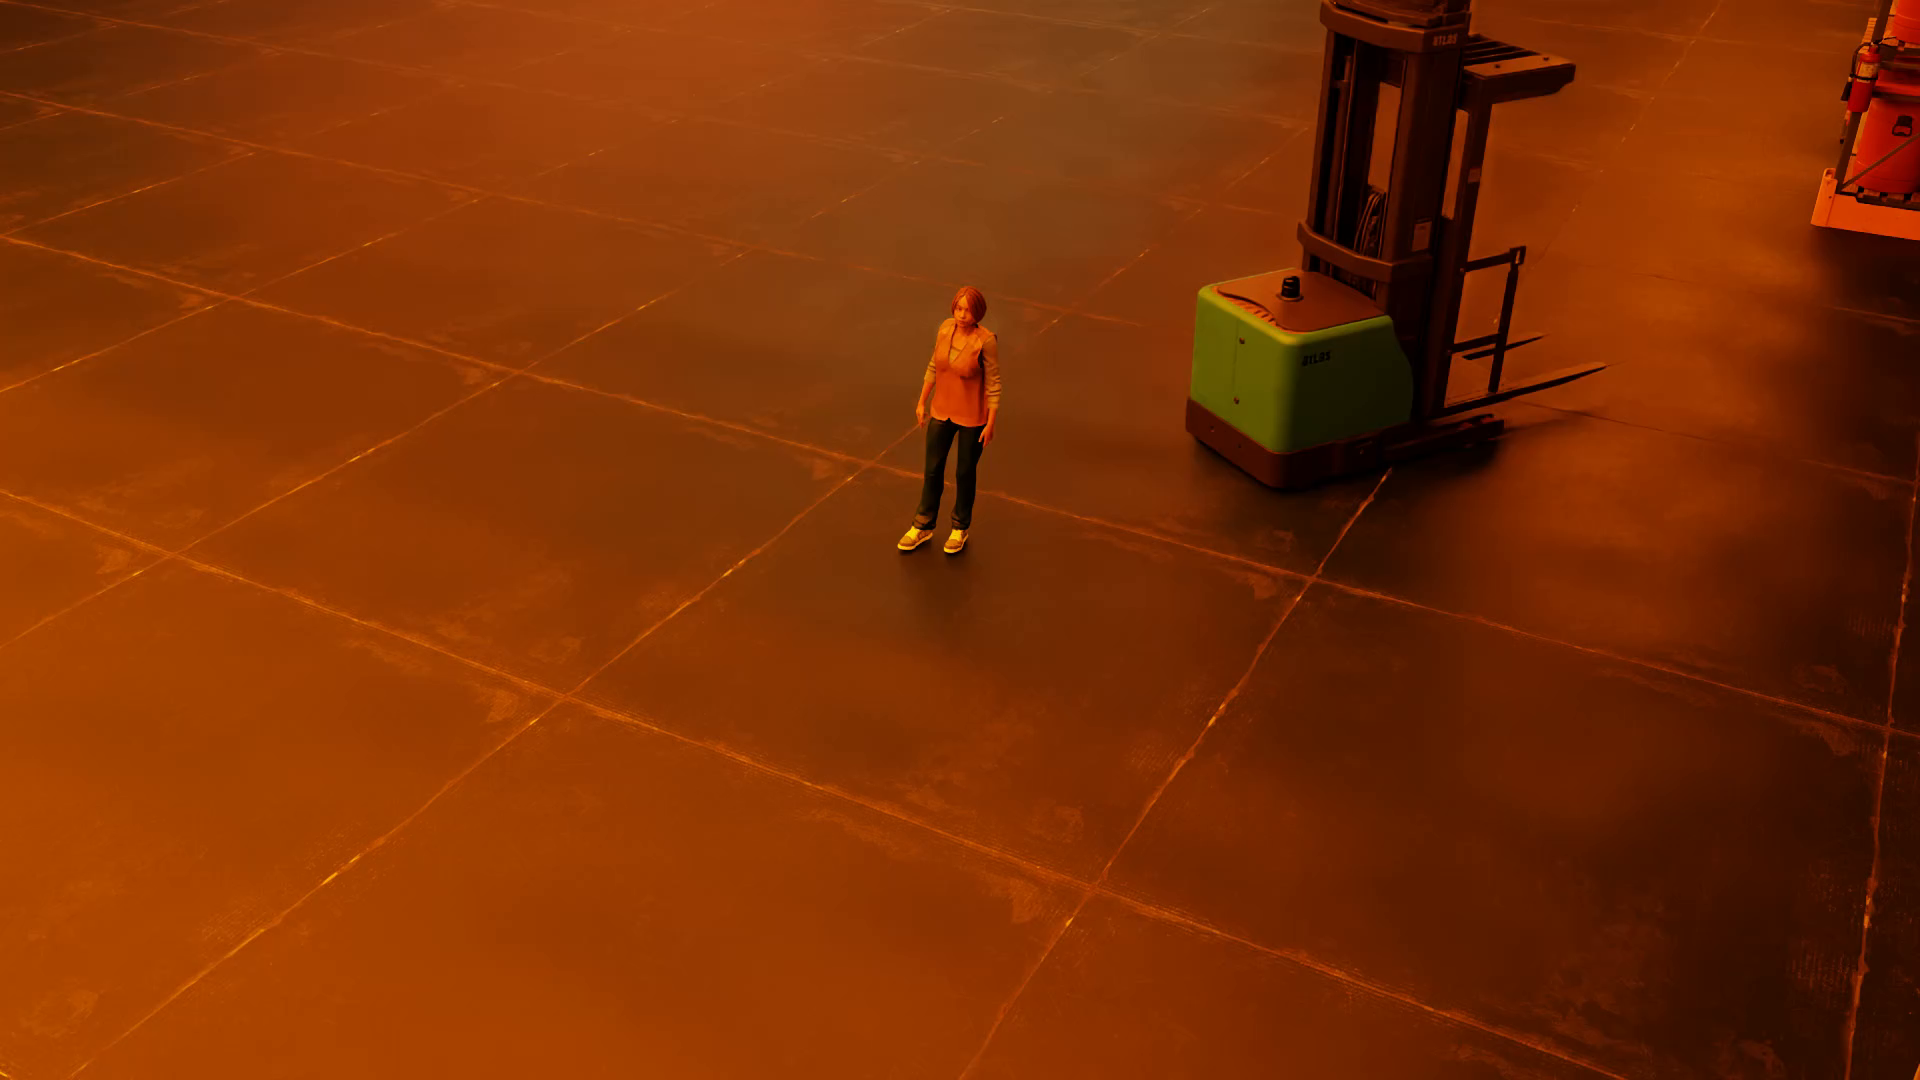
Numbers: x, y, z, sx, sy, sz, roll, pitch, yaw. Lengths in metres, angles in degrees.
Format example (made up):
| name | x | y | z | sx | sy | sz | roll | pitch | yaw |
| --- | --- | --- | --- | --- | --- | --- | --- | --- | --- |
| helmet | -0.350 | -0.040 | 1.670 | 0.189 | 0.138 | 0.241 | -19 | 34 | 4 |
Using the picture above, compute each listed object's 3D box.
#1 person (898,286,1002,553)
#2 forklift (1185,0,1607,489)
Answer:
| name | x | y | z | sx | sy | sz | roll | pitch | yaw |
| --- | --- | --- | --- | --- | --- | --- | --- | --- | --- |
| person | -0.048 | -0.668 | 9.549 | 0.521 | 1.599 | 0.473 | 15 | 33 | 25 |
| forklift | 3.058 | -2.100 | 10.709 | 3.031 | 2.935 | 1.130 | -15 | 33 | -24 |
